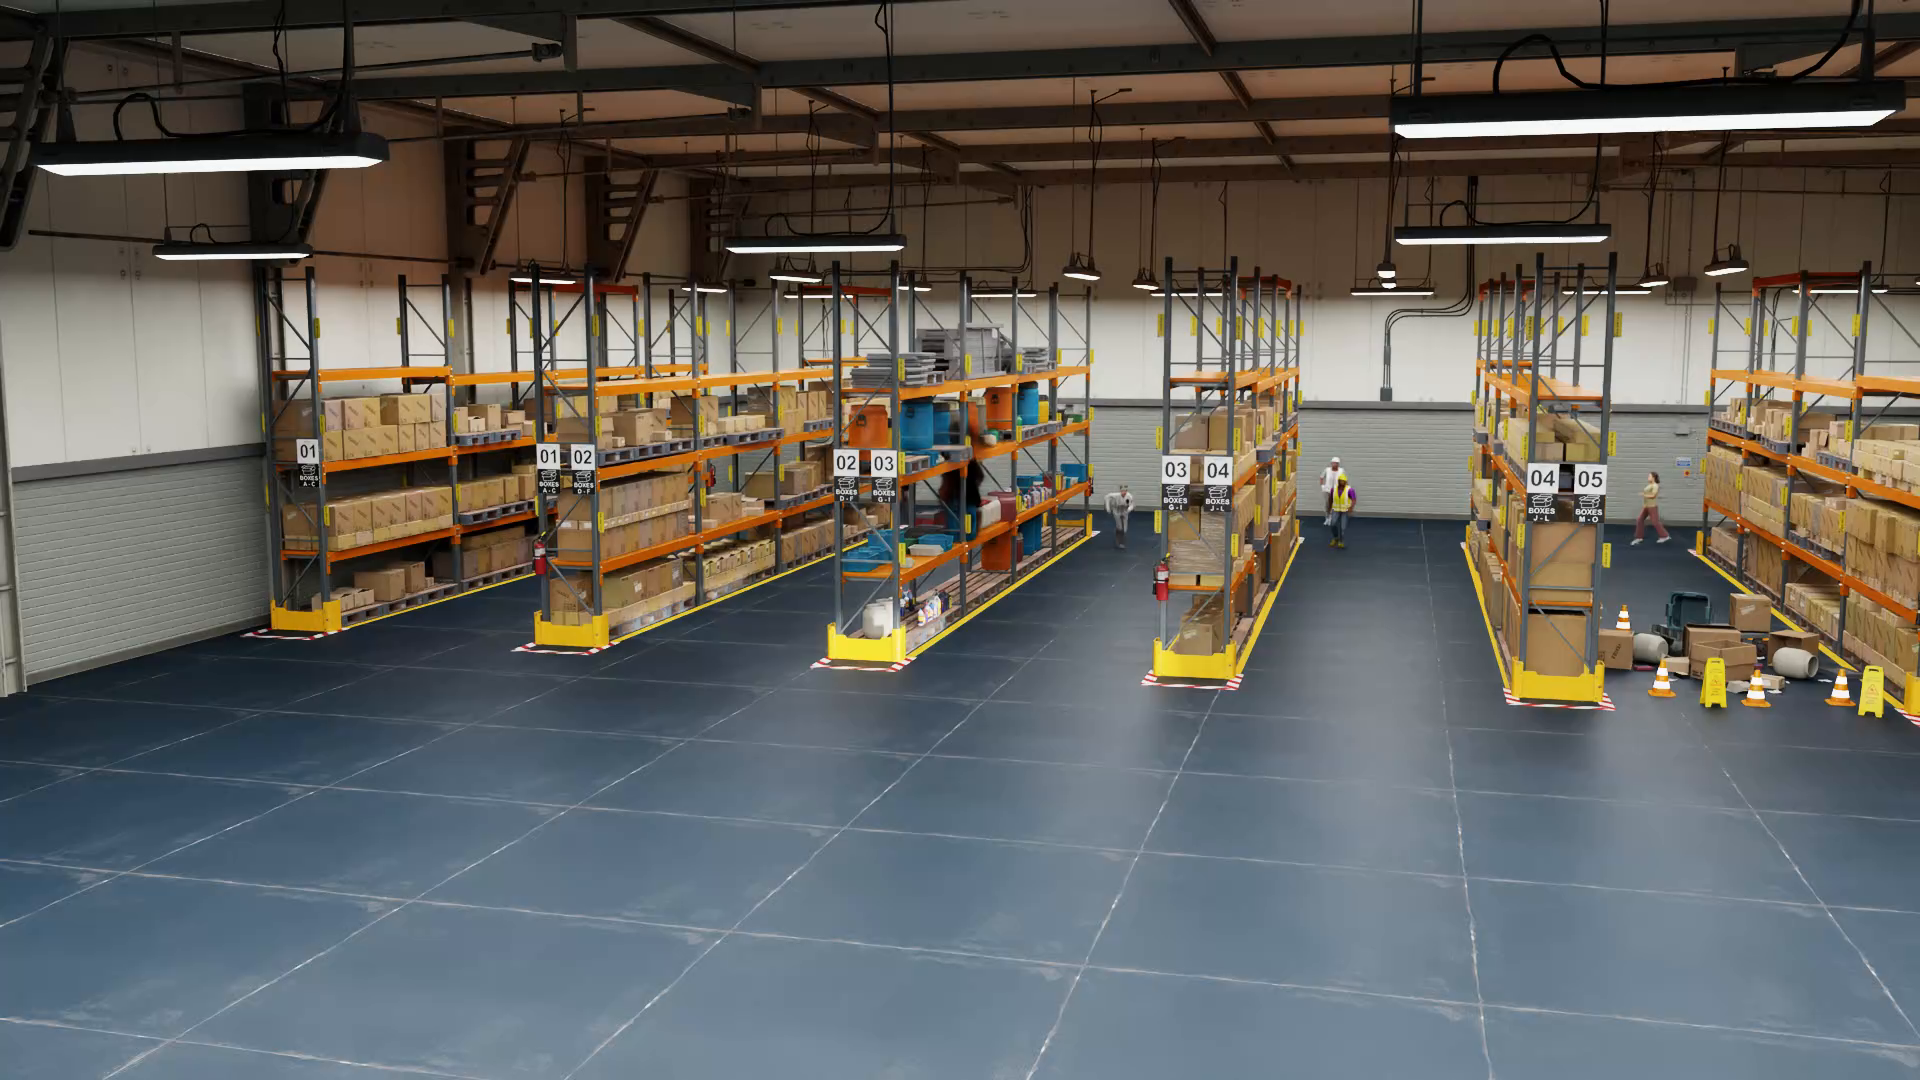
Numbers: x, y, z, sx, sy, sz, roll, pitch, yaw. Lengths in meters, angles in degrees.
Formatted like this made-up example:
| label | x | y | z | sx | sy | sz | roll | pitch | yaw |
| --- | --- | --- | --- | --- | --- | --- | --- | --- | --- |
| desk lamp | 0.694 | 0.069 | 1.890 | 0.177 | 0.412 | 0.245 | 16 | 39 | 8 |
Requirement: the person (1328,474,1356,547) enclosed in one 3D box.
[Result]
| label | x | y | z | sx | sy | sz | roll | pitch | yaw |
| --- | --- | --- | --- | --- | --- | --- | --- | --- | --- |
| person | 8.671 | -0.656 | 37.832 | 0.684 | 1.705 | 0.804 | 3 | 8 | 21 |

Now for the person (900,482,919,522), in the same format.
| label | x | y | z | sx | sy | sz | roll | pitch | yaw |
| --- | --- | --- | --- | --- | --- | --- | --- | --- | --- |
| person | -1.416 | -1.246 | 42.685 | 0.877 | 1.711 | 0.648 | 3 | 8 | 23 |

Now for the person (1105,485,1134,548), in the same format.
| label | x | y | z | sx | sy | sz | roll | pitch | yaw |
| --- | --- | --- | --- | --- | --- | --- | --- | --- | --- |
| person | 3.635 | -0.539 | 37.918 | 0.639 | 1.493 | 0.788 | -1 | 7 | -6 |

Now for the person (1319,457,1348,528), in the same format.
| label | x | y | z | sx | sy | sz | roll | pitch | yaw |
| --- | --- | --- | --- | --- | --- | --- | --- | --- | --- |
| person | 9.331 | -1.192 | 41.546 | 0.727 | 1.757 | 1.102 | 2 | 8 | 17 |

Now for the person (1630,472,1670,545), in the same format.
| label | x | y | z | sx | sy | sz | roll | pitch | yaw |
| --- | --- | --- | --- | --- | --- | --- | --- | --- | --- |
| person | 16.040 | -0.730 | 38.561 | 0.849 | 1.710 | 0.564 | 0 | 7 | 3 |
